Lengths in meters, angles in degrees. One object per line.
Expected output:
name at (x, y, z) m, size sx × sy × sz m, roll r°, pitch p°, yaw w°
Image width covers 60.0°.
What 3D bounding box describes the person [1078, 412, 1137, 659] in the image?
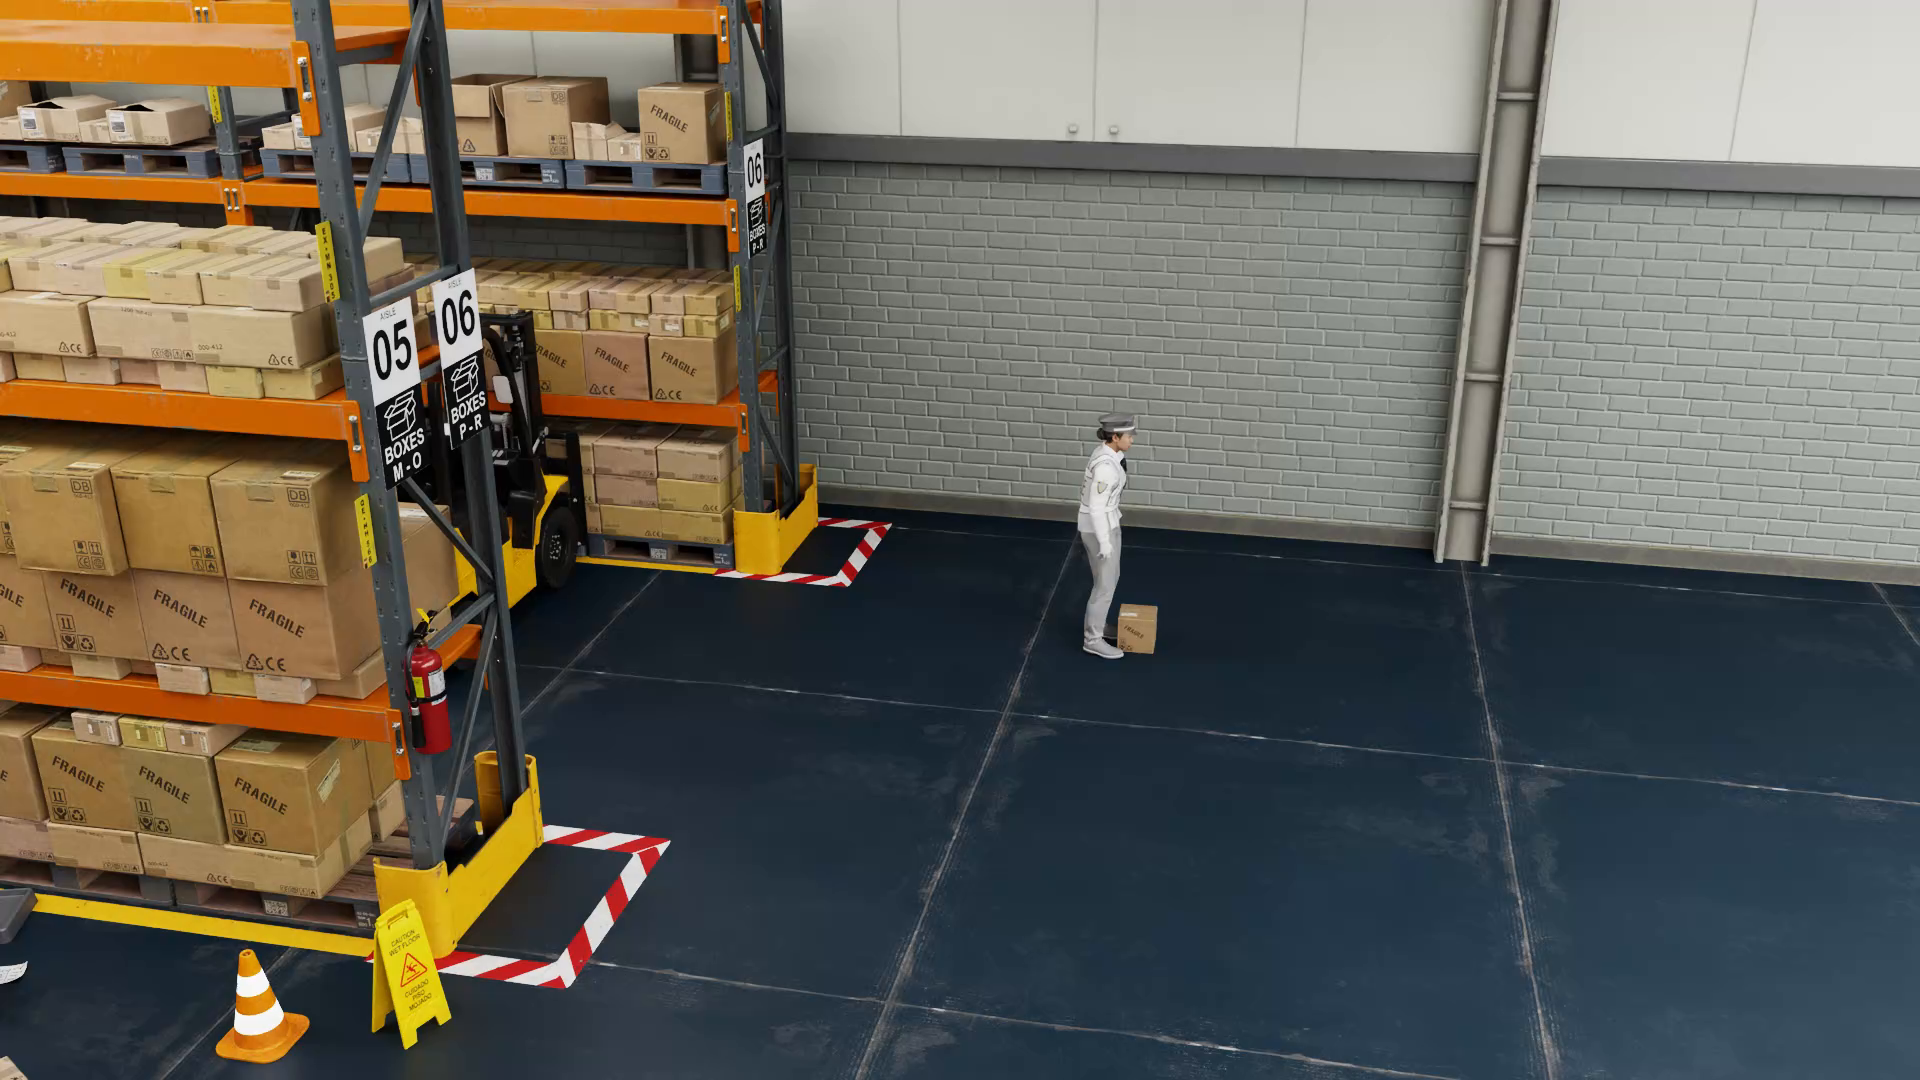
person at (0.982, -0.059, 11.229) m, size 0.374 × 1.663 × 0.529 m, roll 5°, pitch 22°, yaw 11°
